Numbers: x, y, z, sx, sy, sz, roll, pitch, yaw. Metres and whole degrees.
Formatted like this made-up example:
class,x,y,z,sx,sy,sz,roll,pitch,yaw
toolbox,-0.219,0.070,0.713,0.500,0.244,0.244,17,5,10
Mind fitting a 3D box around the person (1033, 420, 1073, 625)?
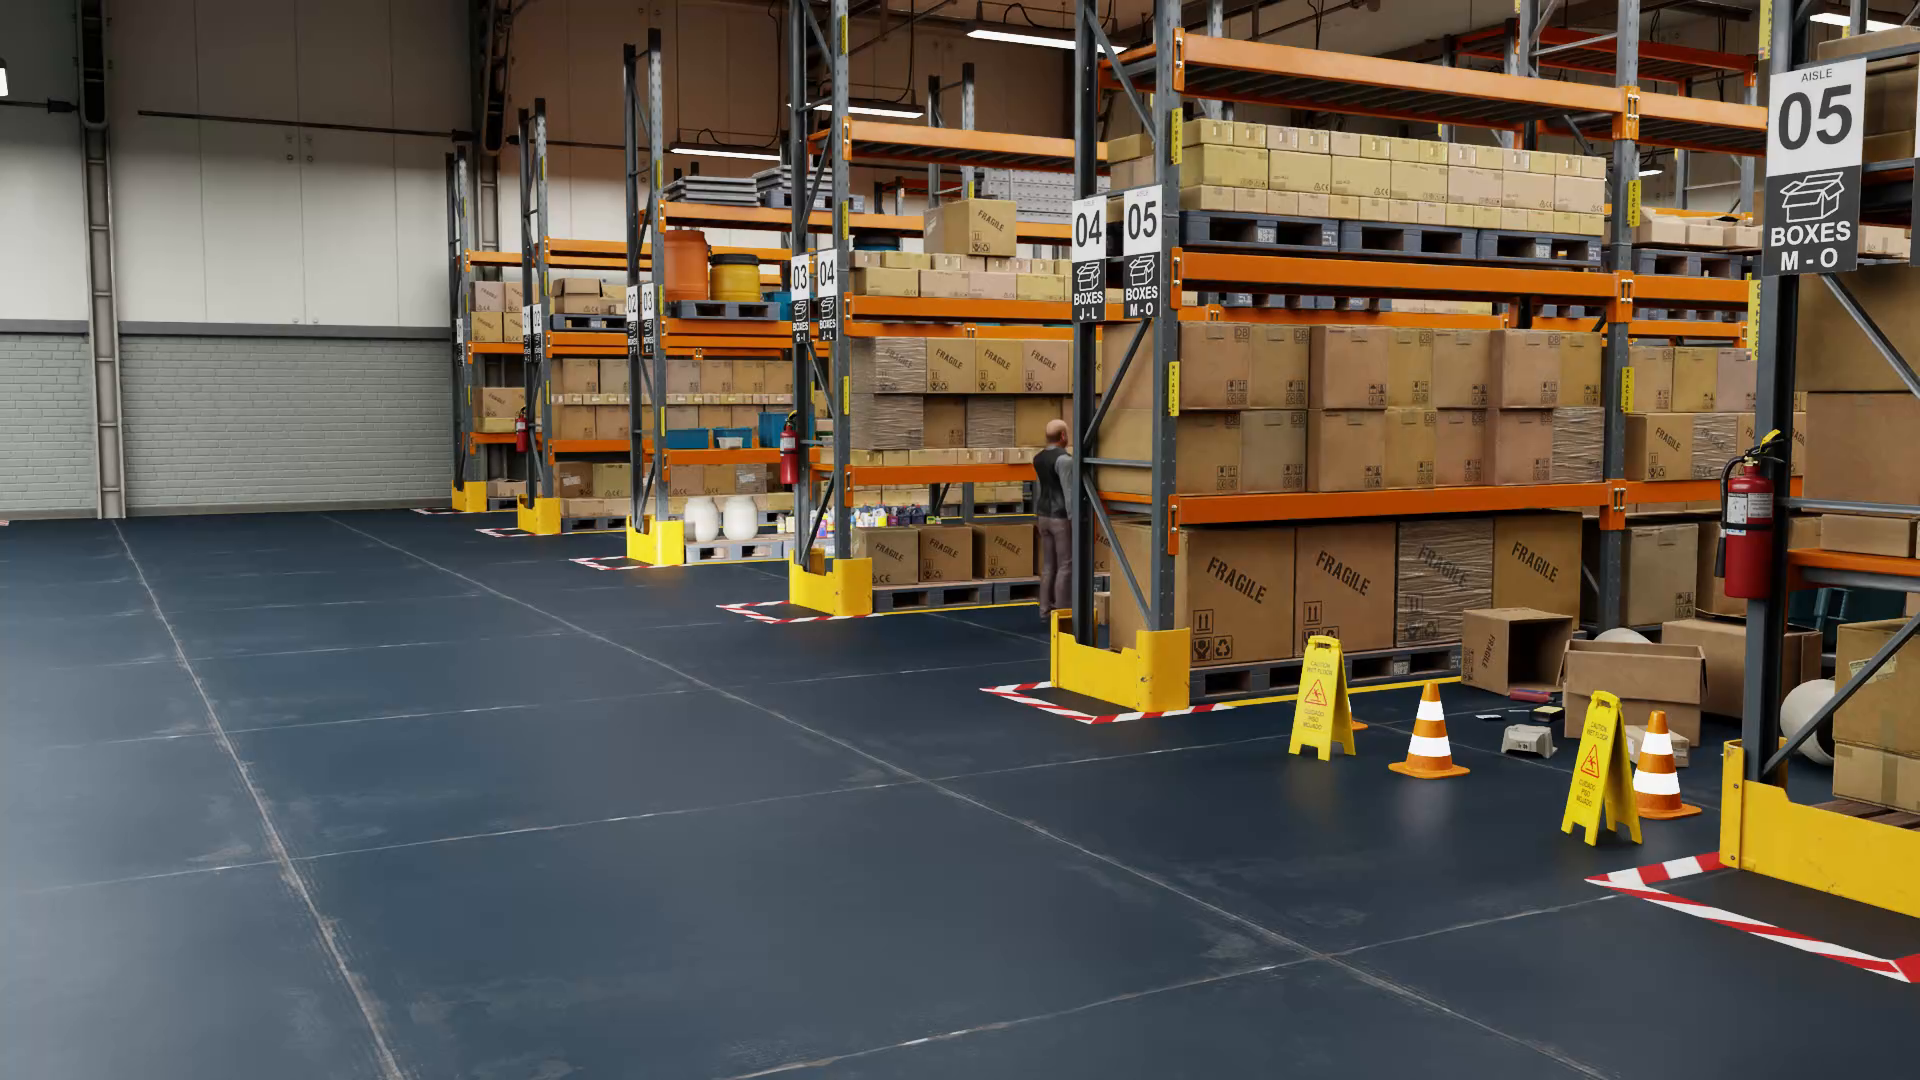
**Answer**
class,x,y,z,sx,sy,sz,roll,pitch,yaw
person,0.844,-0.140,13.889,0.373,1.728,0.534,-3,6,-28
